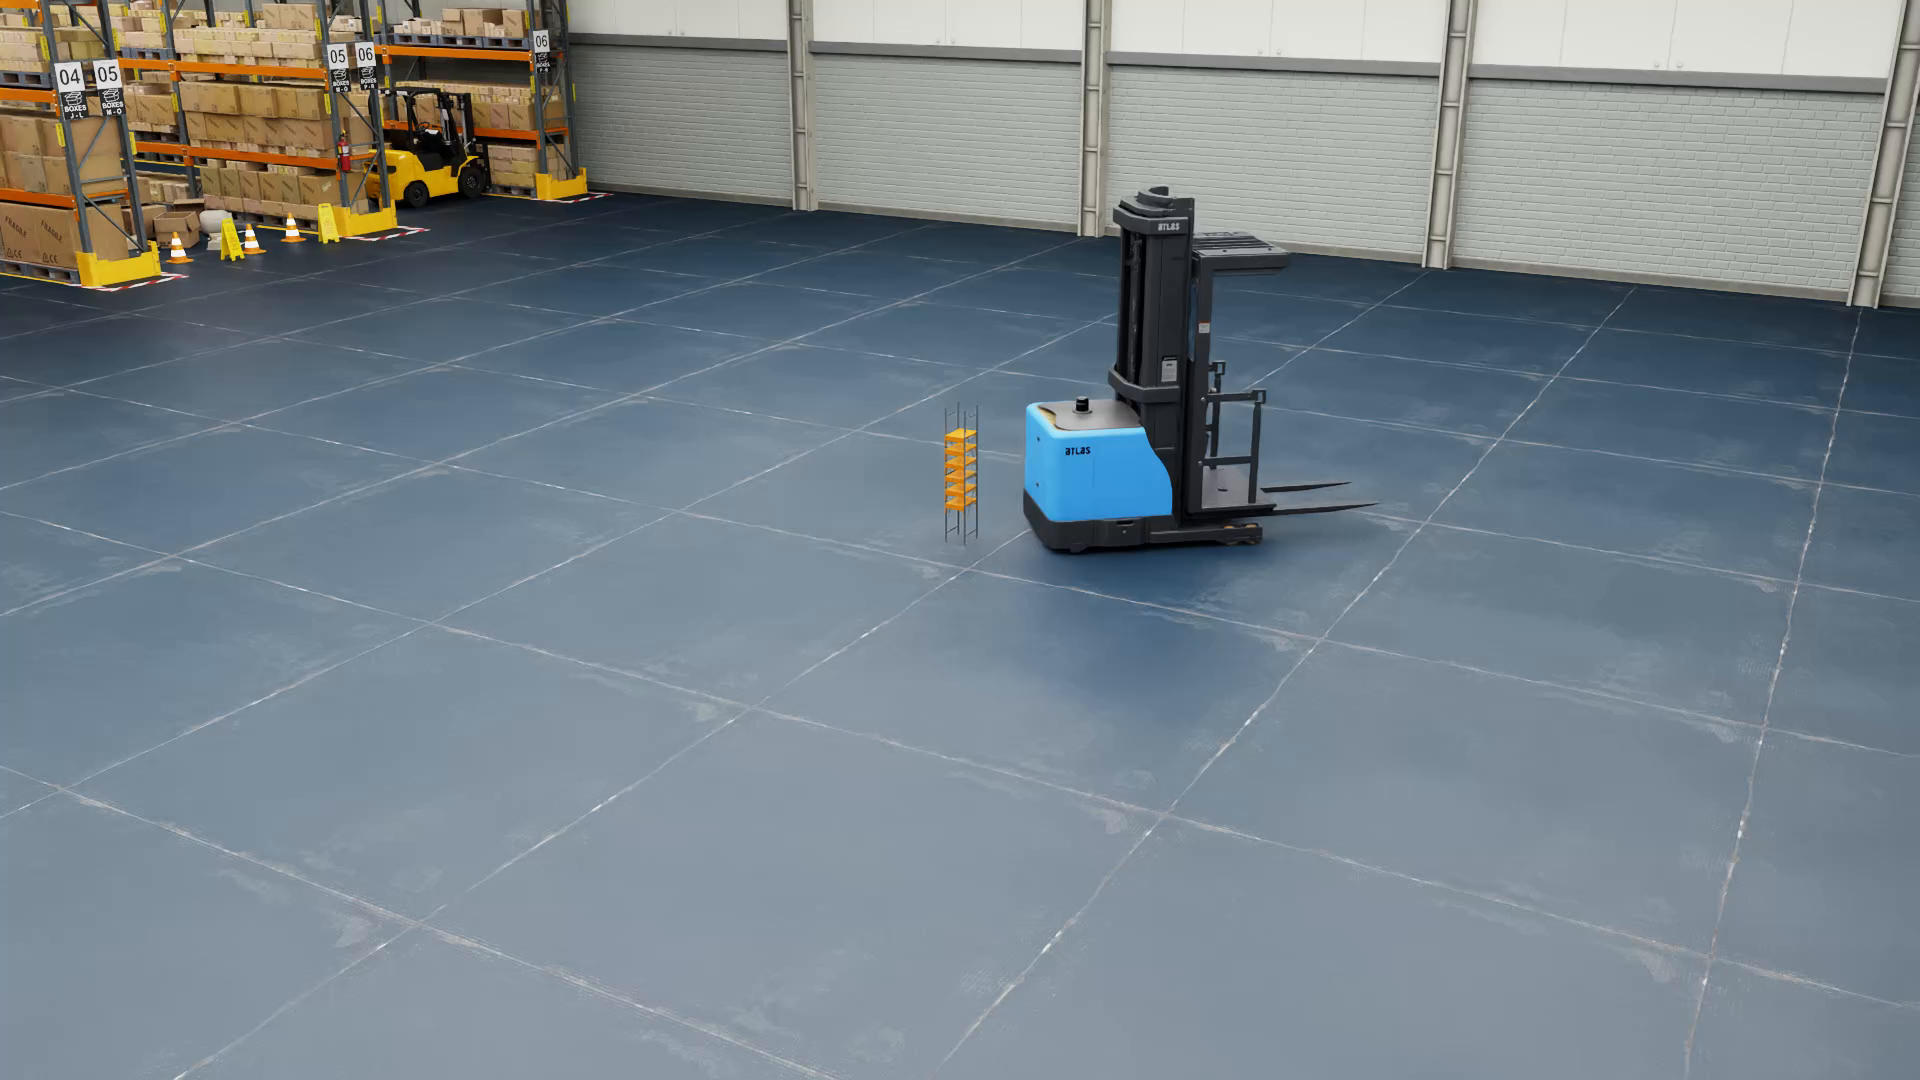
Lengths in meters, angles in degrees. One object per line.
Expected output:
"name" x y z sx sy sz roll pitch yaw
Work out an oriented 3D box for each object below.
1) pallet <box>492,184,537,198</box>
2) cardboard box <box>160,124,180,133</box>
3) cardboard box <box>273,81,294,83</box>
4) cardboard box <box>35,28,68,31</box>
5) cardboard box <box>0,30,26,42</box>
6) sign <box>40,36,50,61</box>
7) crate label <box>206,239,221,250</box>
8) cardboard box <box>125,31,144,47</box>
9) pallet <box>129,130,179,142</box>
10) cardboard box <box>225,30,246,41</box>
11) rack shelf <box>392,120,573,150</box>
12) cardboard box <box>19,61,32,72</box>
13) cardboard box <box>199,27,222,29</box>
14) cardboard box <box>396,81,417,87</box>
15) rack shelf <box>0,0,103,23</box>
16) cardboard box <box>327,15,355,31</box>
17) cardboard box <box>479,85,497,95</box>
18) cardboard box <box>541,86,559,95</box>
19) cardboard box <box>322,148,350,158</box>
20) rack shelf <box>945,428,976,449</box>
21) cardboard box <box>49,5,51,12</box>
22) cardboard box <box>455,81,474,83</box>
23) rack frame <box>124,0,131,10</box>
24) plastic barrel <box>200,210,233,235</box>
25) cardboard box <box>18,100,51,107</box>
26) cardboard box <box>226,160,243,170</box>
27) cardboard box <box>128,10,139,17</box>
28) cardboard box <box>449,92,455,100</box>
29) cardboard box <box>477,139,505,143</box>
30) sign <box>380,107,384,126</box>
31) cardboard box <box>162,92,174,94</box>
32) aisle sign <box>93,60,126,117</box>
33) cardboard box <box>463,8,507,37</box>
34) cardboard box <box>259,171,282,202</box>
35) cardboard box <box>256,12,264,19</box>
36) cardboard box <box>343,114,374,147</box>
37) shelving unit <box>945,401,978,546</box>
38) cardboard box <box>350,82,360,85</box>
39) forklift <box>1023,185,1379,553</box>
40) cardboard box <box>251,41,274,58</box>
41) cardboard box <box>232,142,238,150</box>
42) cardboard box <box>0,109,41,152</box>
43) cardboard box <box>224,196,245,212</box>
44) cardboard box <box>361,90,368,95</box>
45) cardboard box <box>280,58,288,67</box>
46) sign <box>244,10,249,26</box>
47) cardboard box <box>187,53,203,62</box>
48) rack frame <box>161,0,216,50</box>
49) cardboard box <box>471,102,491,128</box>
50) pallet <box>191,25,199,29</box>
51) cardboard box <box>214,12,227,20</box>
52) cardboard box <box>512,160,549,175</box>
"pallet" -8.703 -7.146 33.754 1.213 0.211 1.003 11 23 27
"cardboard box" -14.508 -7.611 30.702 0.250 0.149 0.380 11 23 28
"cardboard box" -14.631 -9.839 35.994 0.250 0.149 0.380 11 23 28
"cardboard box" -13.556 -7.561 24.849 0.250 0.149 0.380 11 23 28
"cardboard box" -13.885 -7.366 24.312 0.250 0.149 0.380 11 23 28
"sign" -13.035 -7.003 23.691 0.005 0.325 0.100 11 23 27
"crate label" -12.398 -4.931 27.757 0.298 0.136 0.250 0 20 -1
"cardboard box" -14.944 -9.205 30.549 0.500 0.250 0.500 11 23 28
"pallet" -15.668 -7.787 31.714 1.213 0.211 1.003 11 23 27
"cardboard box" -12.645 -8.846 29.152 0.250 0.149 0.380 10 22 26
"rack shelf" -9.761 -8.336 34.002 4.000 0.370 1.077 11 23 27
"cardboard box" -13.433 -6.906 24.212 0.250 0.149 0.380 11 23 28
"cardboard box" -13.541 -9.208 30.150 0.250 0.149 0.380 11 23 28
"cardboard box" -11.373 -9.357 34.229 0.250 0.149 0.380 11 23 28
"rack shelf" -14.504 -8.000 24.863 4.000 0.370 1.077 11 23 27
"cardboard box" -12.928 -10.795 34.695 0.500 0.311 0.500 10 22 25
"cardboard box" -9.365 -8.971 33.164 0.250 0.149 0.380 11 23 29
"cardboard box" -8.204 -8.953 33.114 0.250 0.149 0.380 10 22 26
"cardboard box" -10.863 -6.744 28.926 0.250 0.149 0.380 12 23 29
"rack shelf" 0.013 -0.858 14.046 0.180 0.103 0.258 11 23 27
"cardboard box" -21.283 -12.478 39.018 0.500 0.250 0.500 11 22 27
"cardboard box" -10.179 -9.369 34.262 0.250 0.149 0.380 10 22 26
"rack frame" -18.491 -13.158 37.441 0.127 3.000 1.000 11 23 27
"plastic barrel" -12.974 -5.545 29.031 0.512 0.421 0.421 -7 21 -20
"cardboard box" -17.995 -8.719 32.390 0.500 0.500 0.500 10 22 26
"cardboard box" -13.011 -6.789 30.047 0.250 0.149 0.380 12 23 29
"cardboard box" -18.444 -11.833 37.359 0.250 0.149 0.380 12 23 29
"cardboard box" -10.253 -9.006 33.696 0.250 0.149 0.380 10 22 26
"cardboard box" -9.655 -8.109 34.270 0.500 0.250 0.500 10 22 26
"sign" -10.168 -7.432 29.185 0.005 0.325 0.100 11 23 27
"cardboard box" -14.631 -8.159 31.261 0.500 0.500 0.500 11 23 27
"aisle sign" -12.550 -6.673 24.549 0.004 0.787 0.394 11 23 27
"cardboard box" -9.365 -10.244 32.900 0.500 0.500 0.700 11 23 28
"cardboard box" -12.153 -6.348 29.784 0.500 0.500 0.500 10 22 26
"cardboard box" -15.185 -11.483 36.422 0.250 0.149 0.380 10 22 25
"cardboard box" -10.710 -7.212 29.264 0.500 0.500 0.500 10 22 26
"shelving unit" 0.013 -0.562 14.154 0.189 1.200 0.258 11 23 27
"cardboard box" -13.017 -9.749 35.743 0.250 0.149 0.380 11 23 28
"forklift" 2.133 -1.503 14.211 3.031 2.935 1.130 -4 20 -11
"cardboard box" -11.904 -8.517 28.830 0.500 0.250 0.500 12 23 29
"cardboard box" -12.866 -7.115 29.948 0.250 0.149 0.380 11 23 27
"cardboard box" -14.537 -6.271 25.452 0.500 0.550 0.875 11 23 27
"cardboard box" -13.069 -6.170 30.391 0.500 0.250 0.500 12 23 30
"cardboard box" -12.335 -9.444 34.902 0.250 0.149 0.380 11 23 27
"cardboard box" -11.517 -8.279 28.760 0.250 0.149 0.380 11 23 28
"sign" -15.265 -11.164 35.586 0.005 0.325 0.100 11 23 27
"cardboard box" -13.572 -8.635 29.740 0.250 0.149 0.380 11 23 27
"rack frame" -13.924 -10.349 29.698 0.127 3.000 1.000 11 23 27
"cardboard box" -9.468 -8.567 33.436 0.500 0.500 0.500 10 22 26
"pallet" -17.049 -11.358 37.155 1.003 0.211 1.213 11 23 27
"cardboard box" -16.080 -11.467 36.379 0.250 0.149 0.380 10 22 26
"cardboard box" -8.592 -7.469 33.241 0.500 0.250 0.500 10 22 27
